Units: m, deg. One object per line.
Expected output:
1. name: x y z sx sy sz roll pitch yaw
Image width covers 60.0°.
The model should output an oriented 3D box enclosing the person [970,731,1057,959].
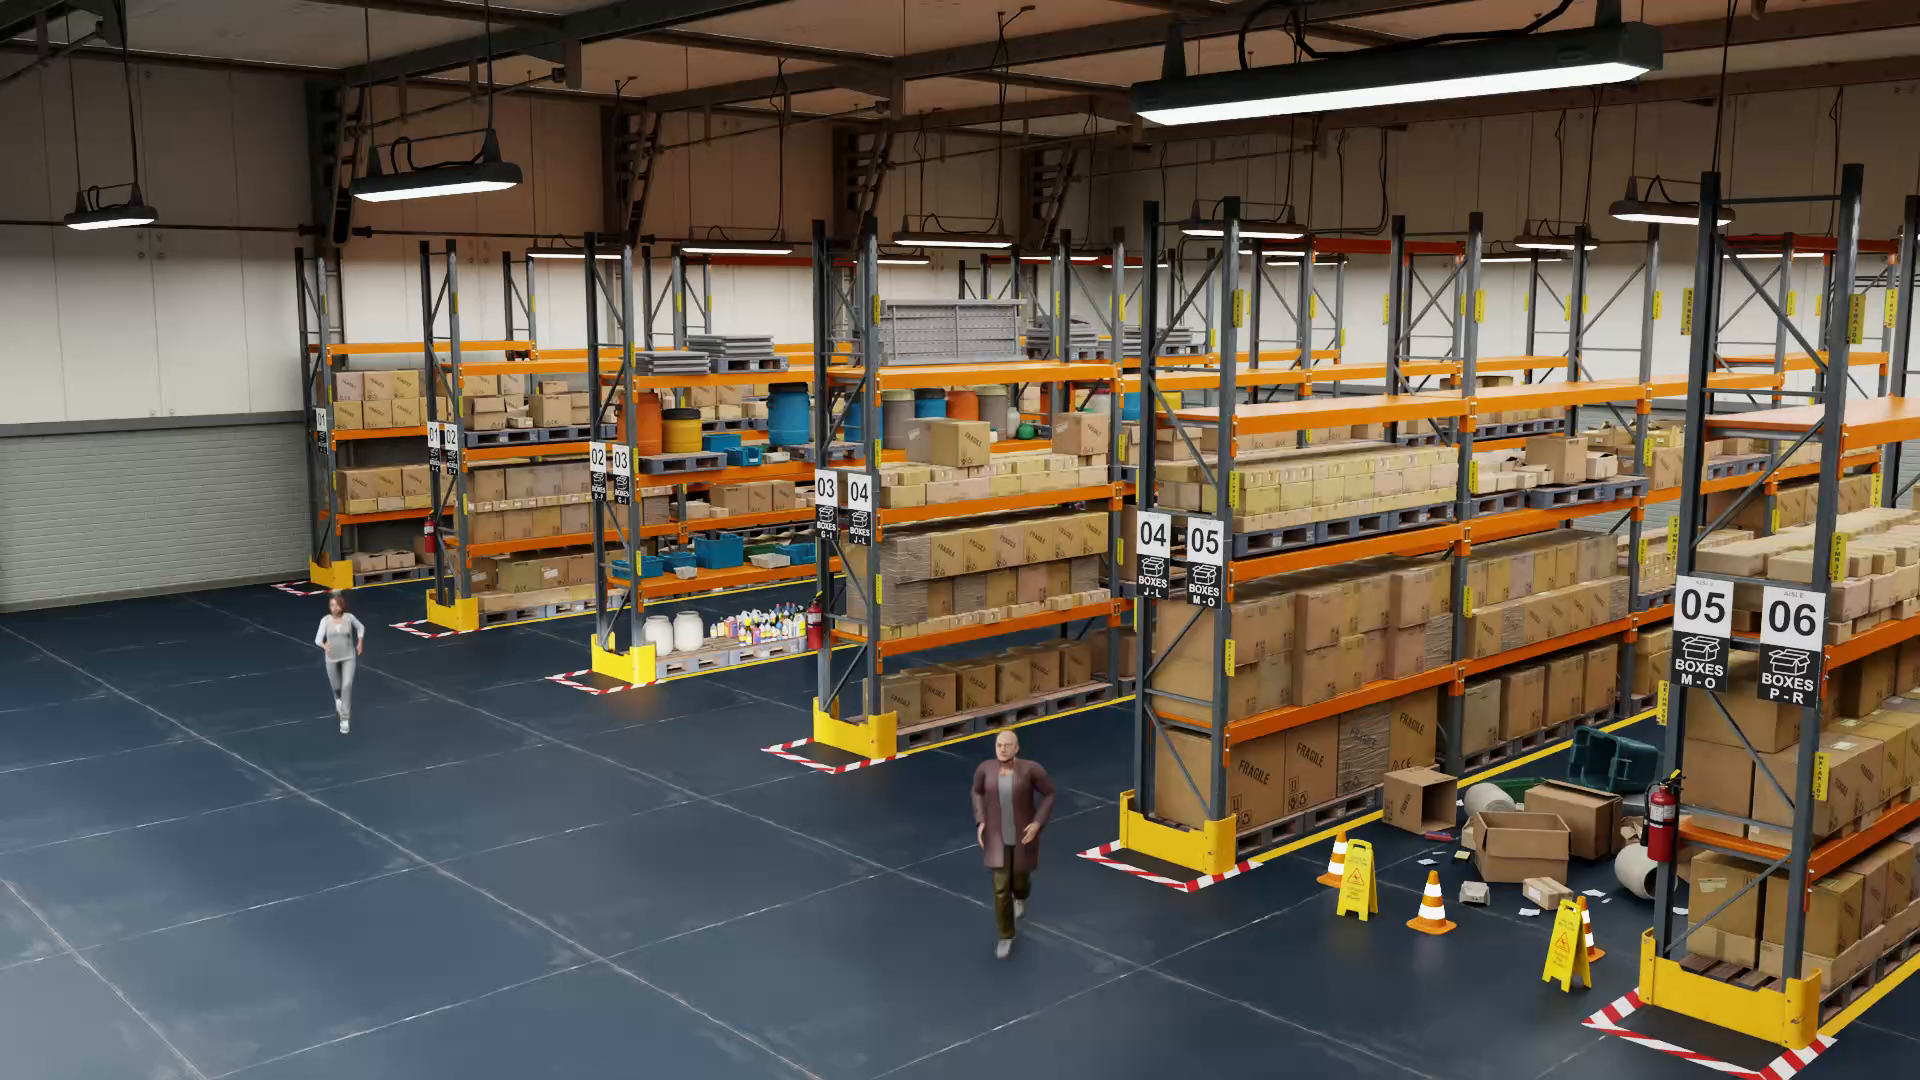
1. person: 0.420 2.418 13.291 0.710 1.703 0.745 2 9 12

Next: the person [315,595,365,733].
1. person: -7.463 1.464 20.053 0.554 1.568 0.900 -2 9 -16
